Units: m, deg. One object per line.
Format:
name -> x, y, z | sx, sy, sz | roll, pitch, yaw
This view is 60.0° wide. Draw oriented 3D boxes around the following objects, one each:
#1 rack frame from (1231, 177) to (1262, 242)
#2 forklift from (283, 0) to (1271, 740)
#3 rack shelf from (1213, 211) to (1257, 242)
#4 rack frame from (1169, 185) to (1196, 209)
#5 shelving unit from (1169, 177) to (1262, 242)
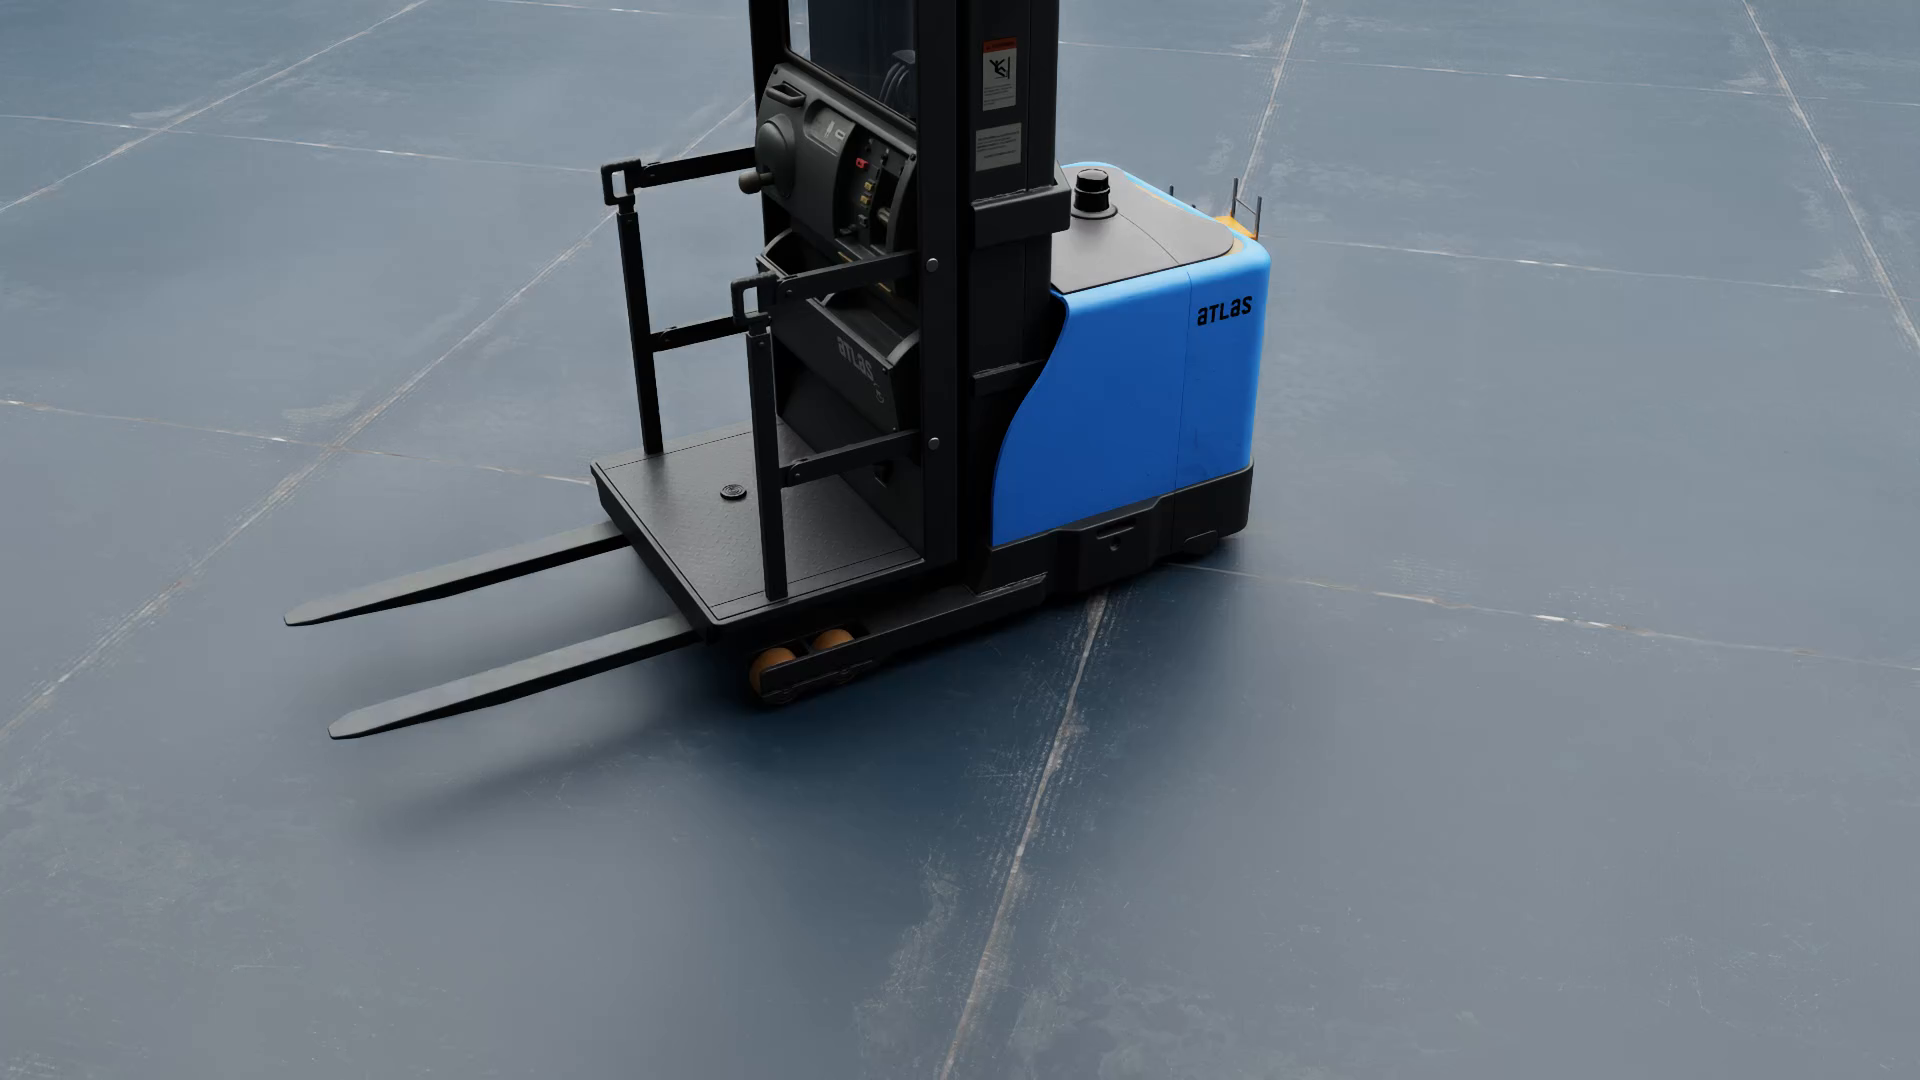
rack frame -> 0.986, -0.766, 5.976 | 0.008, 1.050, 0.200 | -10, 34, -15
forklift -> -0.547, -1.070, 4.701 | 3.031, 2.935, 1.130 | -17, 36, -25
rack shelf -> 0.870, -0.977, 5.798 | 0.240, 0.259, 0.215 | -10, 34, -15
rack frame -> 0.754, -0.726, 5.913 | 0.008, 1.050, 0.200 | -10, 34, -15
shelving unit -> 0.870, -0.746, 5.945 | 0.252, 1.050, 0.215 | -10, 34, -15
